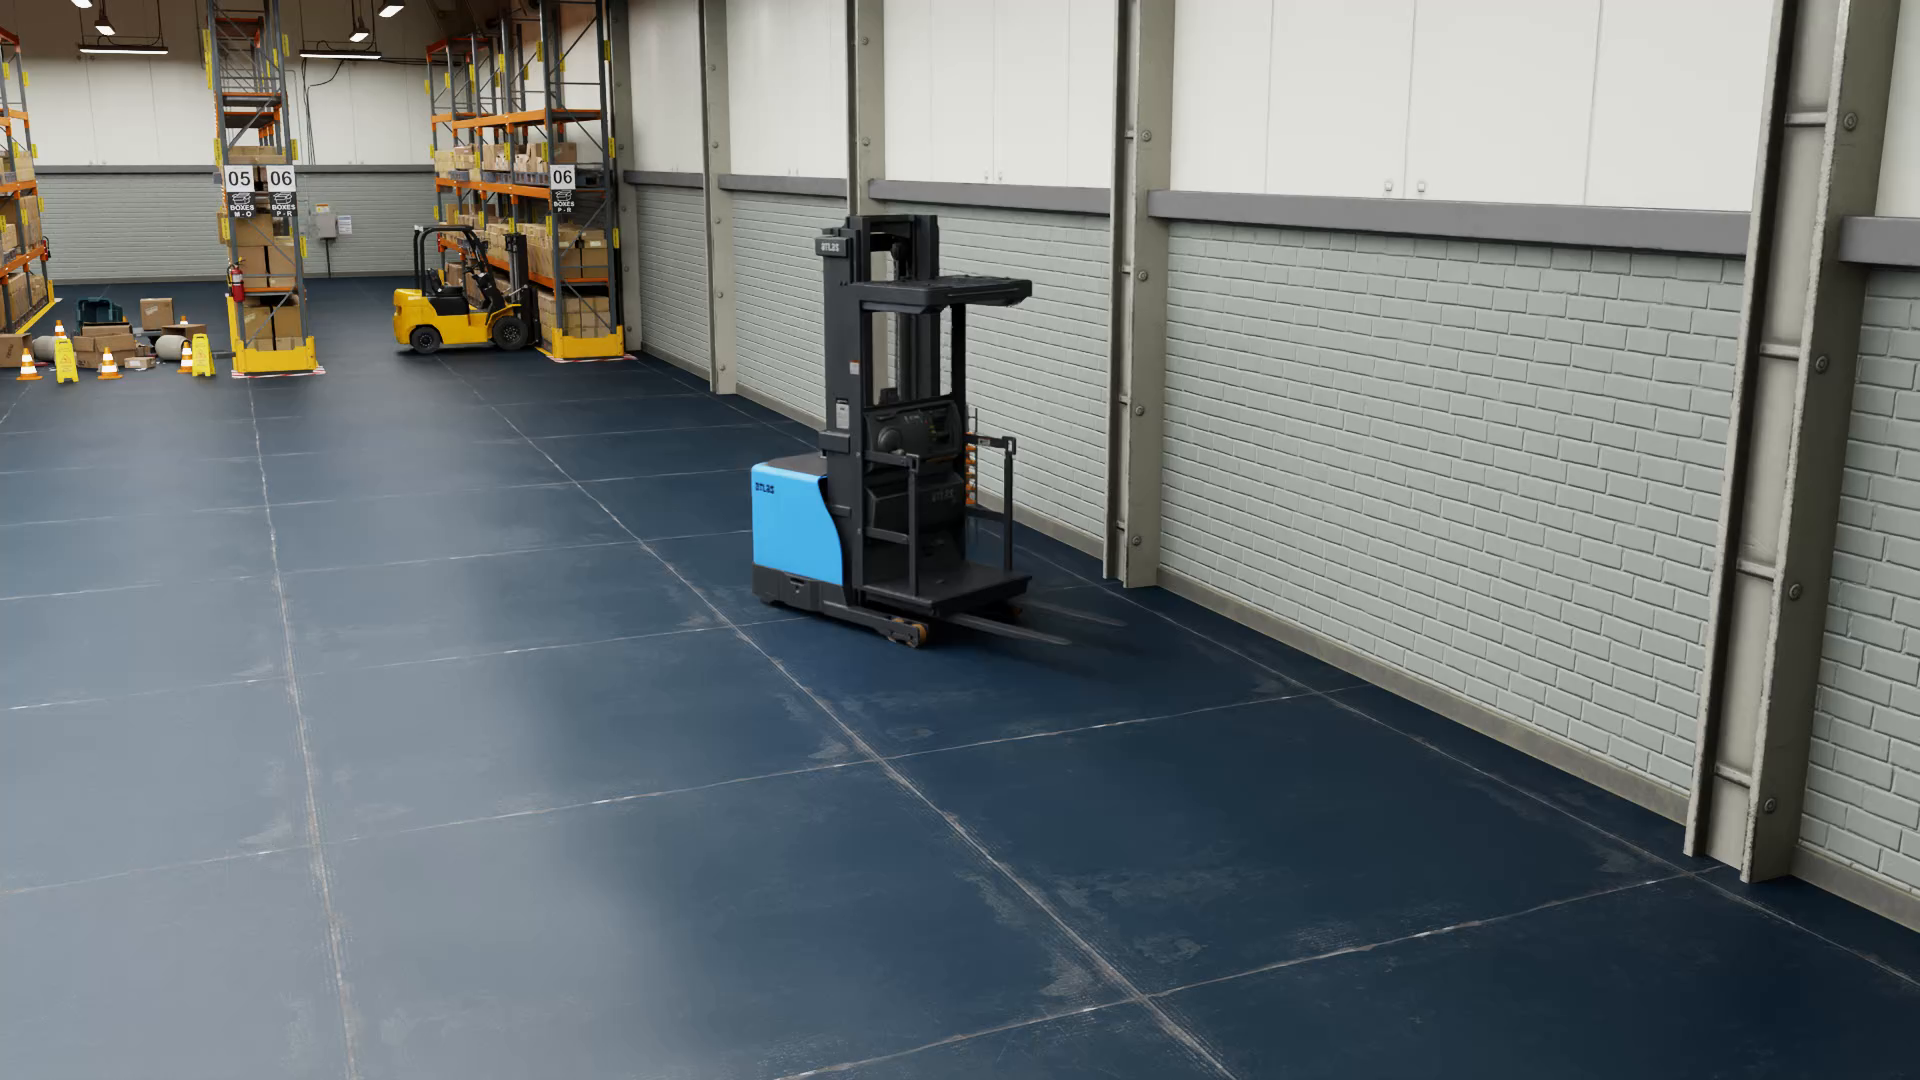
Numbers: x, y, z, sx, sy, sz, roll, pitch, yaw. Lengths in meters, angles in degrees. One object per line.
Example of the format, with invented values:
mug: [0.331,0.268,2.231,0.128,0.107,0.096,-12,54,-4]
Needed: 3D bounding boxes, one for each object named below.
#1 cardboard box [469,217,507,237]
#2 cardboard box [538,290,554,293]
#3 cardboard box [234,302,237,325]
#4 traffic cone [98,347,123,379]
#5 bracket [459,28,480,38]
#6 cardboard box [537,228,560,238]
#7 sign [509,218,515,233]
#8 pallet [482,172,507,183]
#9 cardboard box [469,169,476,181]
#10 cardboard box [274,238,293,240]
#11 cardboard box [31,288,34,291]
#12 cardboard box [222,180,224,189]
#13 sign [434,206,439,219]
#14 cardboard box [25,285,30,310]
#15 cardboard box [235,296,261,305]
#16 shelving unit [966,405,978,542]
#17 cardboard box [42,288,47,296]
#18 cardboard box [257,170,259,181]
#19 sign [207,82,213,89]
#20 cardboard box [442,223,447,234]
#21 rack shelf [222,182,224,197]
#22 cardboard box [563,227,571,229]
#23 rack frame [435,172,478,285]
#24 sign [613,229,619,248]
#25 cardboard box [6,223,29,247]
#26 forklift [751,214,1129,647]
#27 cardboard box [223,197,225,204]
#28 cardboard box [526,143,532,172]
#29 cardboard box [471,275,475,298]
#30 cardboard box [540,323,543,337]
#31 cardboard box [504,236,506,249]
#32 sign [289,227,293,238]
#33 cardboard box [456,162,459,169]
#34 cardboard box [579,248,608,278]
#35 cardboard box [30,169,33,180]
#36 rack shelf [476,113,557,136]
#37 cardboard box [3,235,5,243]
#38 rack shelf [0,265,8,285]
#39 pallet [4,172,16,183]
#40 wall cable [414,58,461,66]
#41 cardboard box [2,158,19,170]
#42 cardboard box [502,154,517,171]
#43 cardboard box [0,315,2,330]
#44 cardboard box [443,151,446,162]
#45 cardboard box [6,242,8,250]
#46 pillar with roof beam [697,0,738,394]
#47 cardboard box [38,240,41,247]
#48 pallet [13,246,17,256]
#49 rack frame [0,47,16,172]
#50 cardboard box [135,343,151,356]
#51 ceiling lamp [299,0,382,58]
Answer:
cardboard box: [-10.402,-6.854,36.670,0.797,0.503,0.637,-6,14,-24]
cardboard box: [-7.462,-4.358,29.998,0.500,0.250,0.500,-6,14,-24]
cardboard box: [-12.534,-4.087,29.379,0.500,0.500,0.500,-5,14,-20]
traffic cone: [-13.156,-2.742,25.692,0.336,0.463,0.334,-6,14,-23]
bracket: [-12.158,-12.592,41.338,0.076,0.066,4.783,-6,14,-23]
cardboard box: [-7.205,-5.392,29.194,0.380,0.149,0.250,-5,14,-22]
sign: [-8.470,-5.926,31.432,0.100,0.325,0.005,-6,14,-23]
pallet: [-9.225,-7.516,34.456,1.213,0.211,1.003,-5,14,-20]
cardboard box: [-10.409,-7.958,36.281,0.500,0.250,0.500,-6,14,-23]
cardboard box: [-11.693,-4.915,28.571,0.500,0.500,0.500,-5,14,-21]
cardboard box: [-20.583,-5.458,36.533,0.380,0.149,0.250,-5,14,-20]
cardboard box: [-12.187,-5.981,27.964,0.380,0.149,0.250,-6,14,-24]
sign: [-13.280,-8.304,42.176,0.100,0.325,0.005,-6,14,-23]
cardboard box: [-19.695,-5.044,34.625,0.500,0.500,0.500,-6,14,-24]
cardboard box: [-11.689,-3.935,27.282,0.380,0.149,0.250,-5,14,-21]
shelving unit: [0.006,-0.582,14.722,0.258,1.200,0.189,-6,14,-23]
cardboard box: [-21.227,-5.696,38.219,0.380,0.149,0.250,-5,14,-21]
cardboard box: [-11.561,-5.896,26.714,0.500,0.250,0.500,-6,14,-24]
sign: [-17.841,-10.888,39.535,0.100,0.325,0.005,-6,14,-23]
cardboard box: [-12.646,-7.781,41.509,0.500,0.250,0.500,-5,14,-22]
rack shelf: [-14.926,-7.353,34.932,1.077,0.370,4.000,-6,14,-23]
cardboard box: [-6.906,-5.546,29.860,0.380,0.149,0.250,-6,14,-23]
rack frame: [-12.783,-7.931,42.486,1.000,3.000,0.127,-6,14,-23]
sign: [-5.863,-5.135,28.308,0.100,0.325,0.005,-6,14,-23]
cardboard box: [-20.190,-6.506,35.448,0.500,0.500,0.500,-6,14,-24]
forklift: [-0.177,-0.810,11.871,3.031,2.935,1.130,12,18,42]
cardboard box: [-16.143,-7.542,36.928,0.380,0.149,0.250,-6,14,-24]
cardboard box: [-7.293,-6.805,29.585,0.797,0.503,0.637,-5,14,-21]
cardboard box: [-10.775,-5.759,37.711,0.500,0.500,0.500,-6,14,-25]
cardboard box: [-7.234,-3.767,29.659,0.500,0.250,0.500,-5,14,-22]
cardboard box: [-8.620,-5.806,32.529,0.500,0.250,0.500,-6,14,-24]
sign: [-12.029,-5.475,29.954,0.100,0.325,0.005,-6,14,-23]
cardboard box: [-11.140,-8.439,37.433,0.380,0.149,0.250,-5,14,-22]
cardboard box: [-6.318,-4.802,28.742,0.500,0.500,0.500,-5,14,-21]
cardboard box: [-21.189,-8.228,37.446,0.500,0.250,0.500,-6,14,-23]
rack shelf: [-8.778,-8.243,33.009,1.077,0.370,4.000,-6,14,-23]
cardboard box: [-19.051,-5.921,32.765,0.380,0.149,0.250,-6,14,-23]
rack shelf: [-17.819,-4.598,29.678,1.077,0.370,4.000,-6,14,-23]
pallet: [-20.073,-7.420,34.043,1.213,0.211,1.003,-6,14,-23]
wall cable: [-13.871,-14.845,46.720,2.988,3.039,0.133,-6,14,-23]
cardboard box: [-20.196,-7.941,35.098,0.500,0.250,0.500,-5,14,-21]
cardboard box: [-8.490,-7.251,31.938,0.500,0.311,0.500,-6,14,-25]
cardboard box: [-18.106,-4.156,30.230,1.050,0.750,0.750,-5,14,-22]
cardboard box: [-12.222,-9.280,40.225,0.500,0.250,0.500,-5,14,-21]
cardboard box: [-19.148,-5.828,33.024,0.380,0.149,0.250,-5,14,-22]
pillar with roof beam: [-7.368,-6.145,21.464,9.100,9.000,0.400,-6,14,-23]
cardboard box: [-21.435,-6.850,38.371,0.380,0.149,0.250,-6,14,-23]
pallet: [-20.050,-5.923,34.235,1.003,0.211,1.213,-6,14,-23]
rack frame: [-20.223,-9.110,34.276,1.000,3.000,0.127,-6,14,-23]
cardboard box: [-14.163,-3.309,28.577,0.396,0.266,0.258,6,14,26]
ceiling lamp: [-15.990,-14.041,42.635,2.000,3.185,0.800,-6,14,-23]
